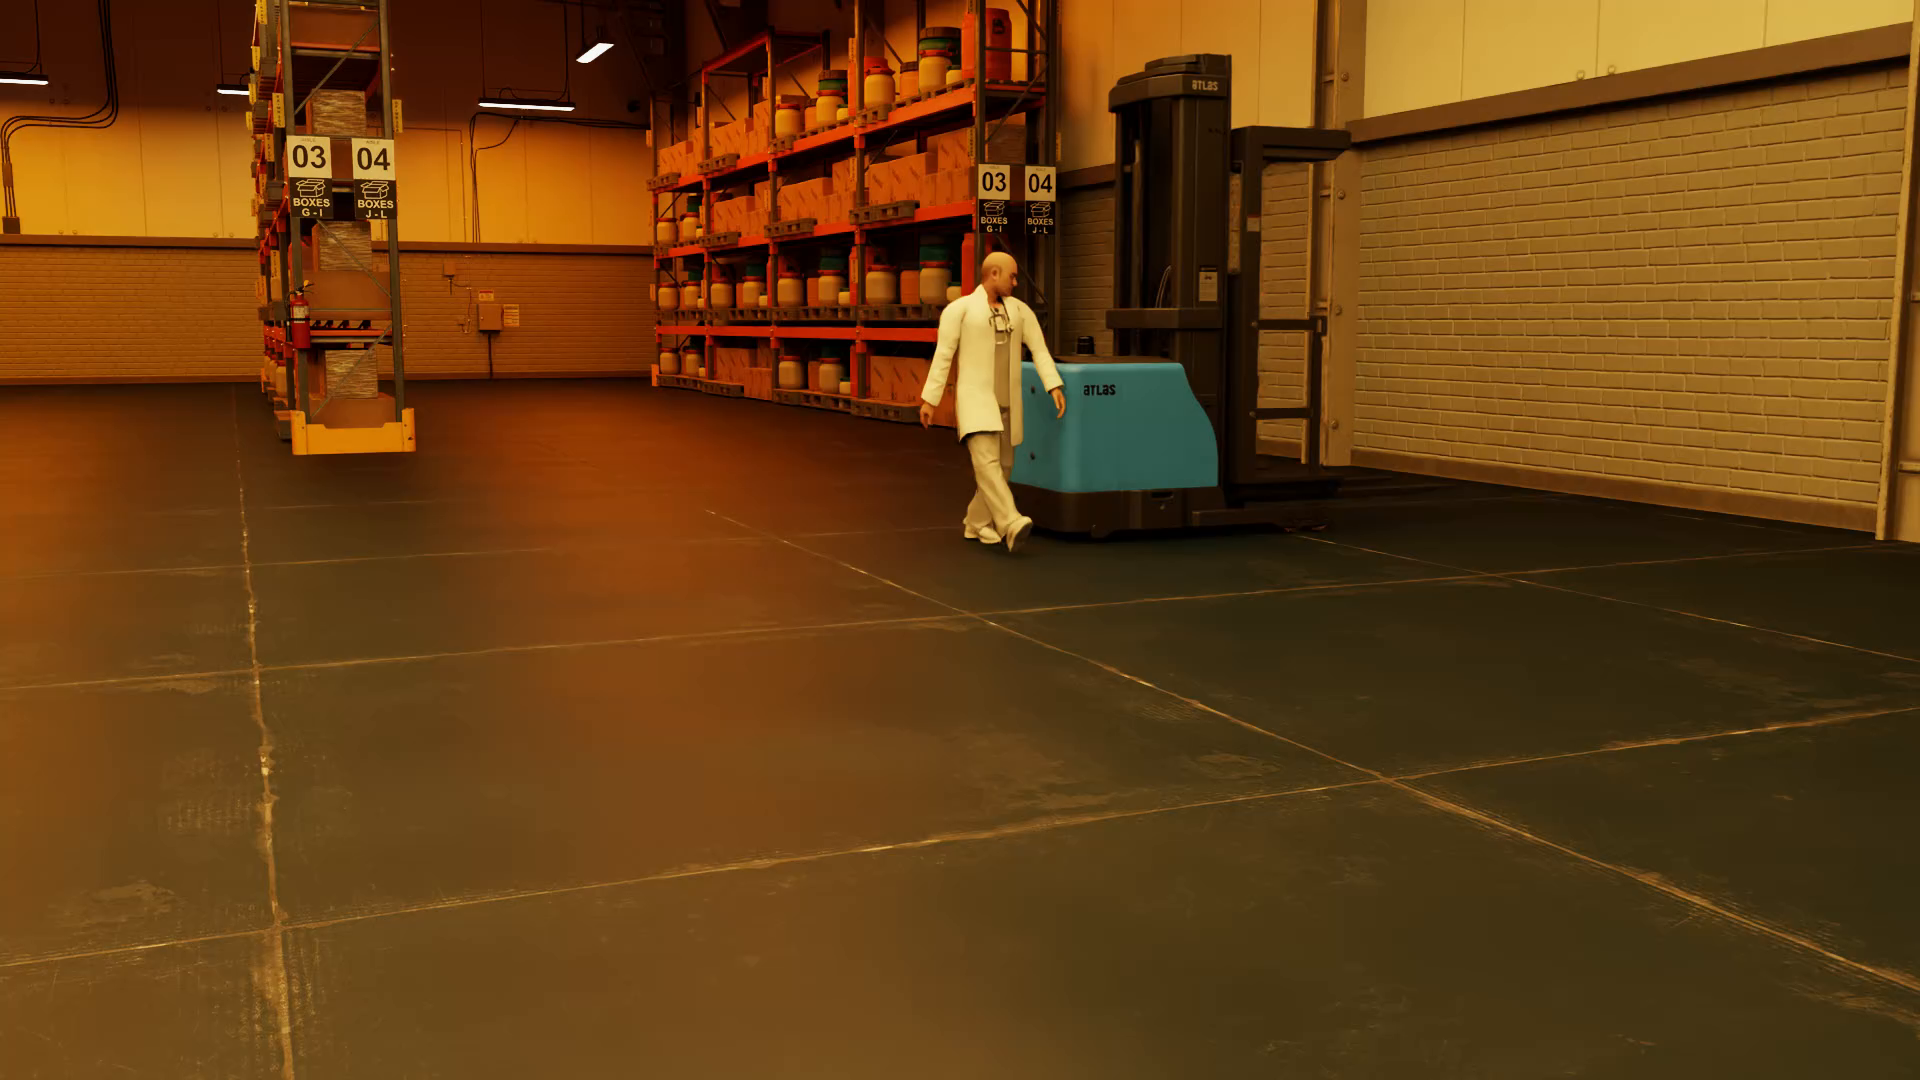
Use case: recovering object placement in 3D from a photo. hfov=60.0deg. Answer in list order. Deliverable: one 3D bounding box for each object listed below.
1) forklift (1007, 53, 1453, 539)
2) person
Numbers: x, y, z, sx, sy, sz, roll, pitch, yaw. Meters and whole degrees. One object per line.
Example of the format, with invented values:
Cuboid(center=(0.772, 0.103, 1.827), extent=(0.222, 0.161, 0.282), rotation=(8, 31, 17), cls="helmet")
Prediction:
Cuboid(center=(1.812, -1.561, 10.780), extent=(3.031, 2.935, 1.130), rotation=(-3, 8, -23), cls="forklift")
Cuboid(center=(0.210, -0.799, 9.634), extent=(0.744, 1.727, 1.002), rotation=(-5, 9, -32), cls="person")
